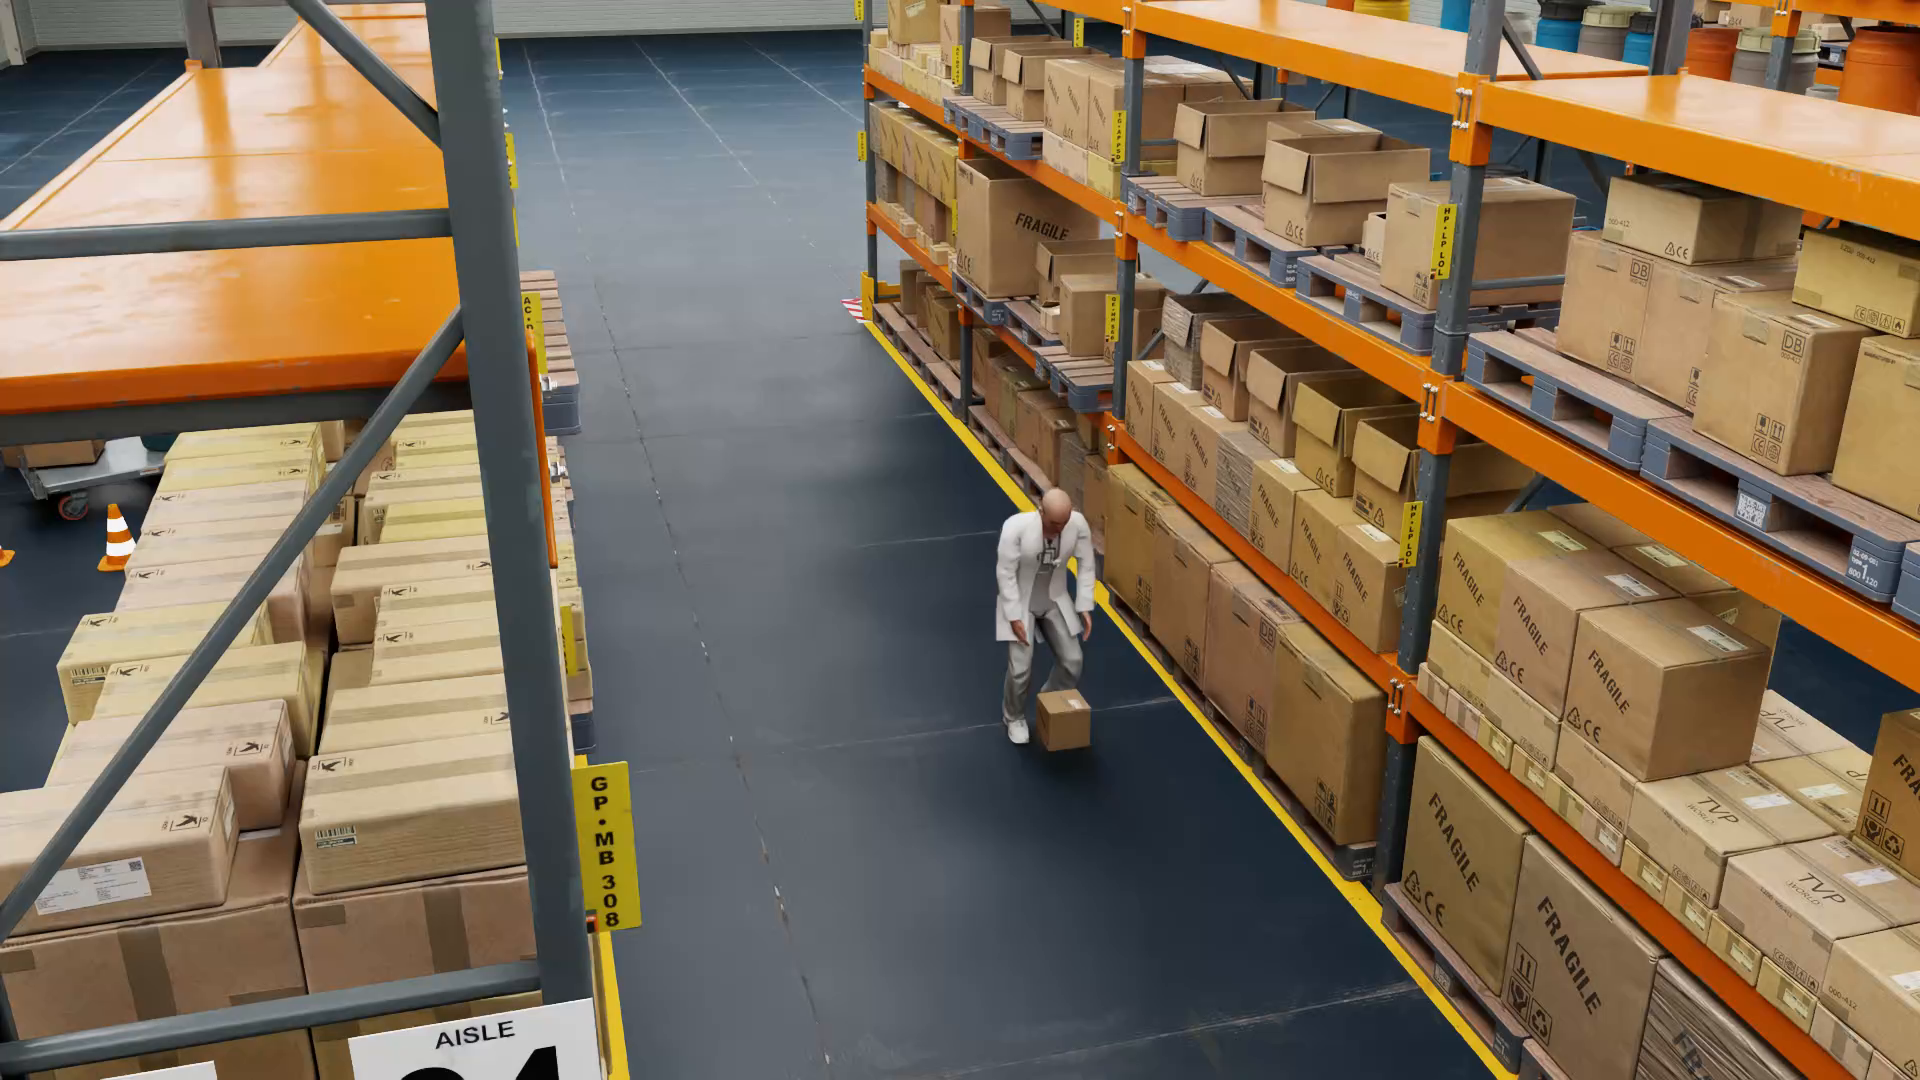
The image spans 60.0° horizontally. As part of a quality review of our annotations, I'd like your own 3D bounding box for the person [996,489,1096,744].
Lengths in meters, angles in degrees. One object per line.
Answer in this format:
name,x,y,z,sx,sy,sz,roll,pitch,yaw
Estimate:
person,0.500,0.411,9.923,0.615,1.623,0.539,-6,23,-14
